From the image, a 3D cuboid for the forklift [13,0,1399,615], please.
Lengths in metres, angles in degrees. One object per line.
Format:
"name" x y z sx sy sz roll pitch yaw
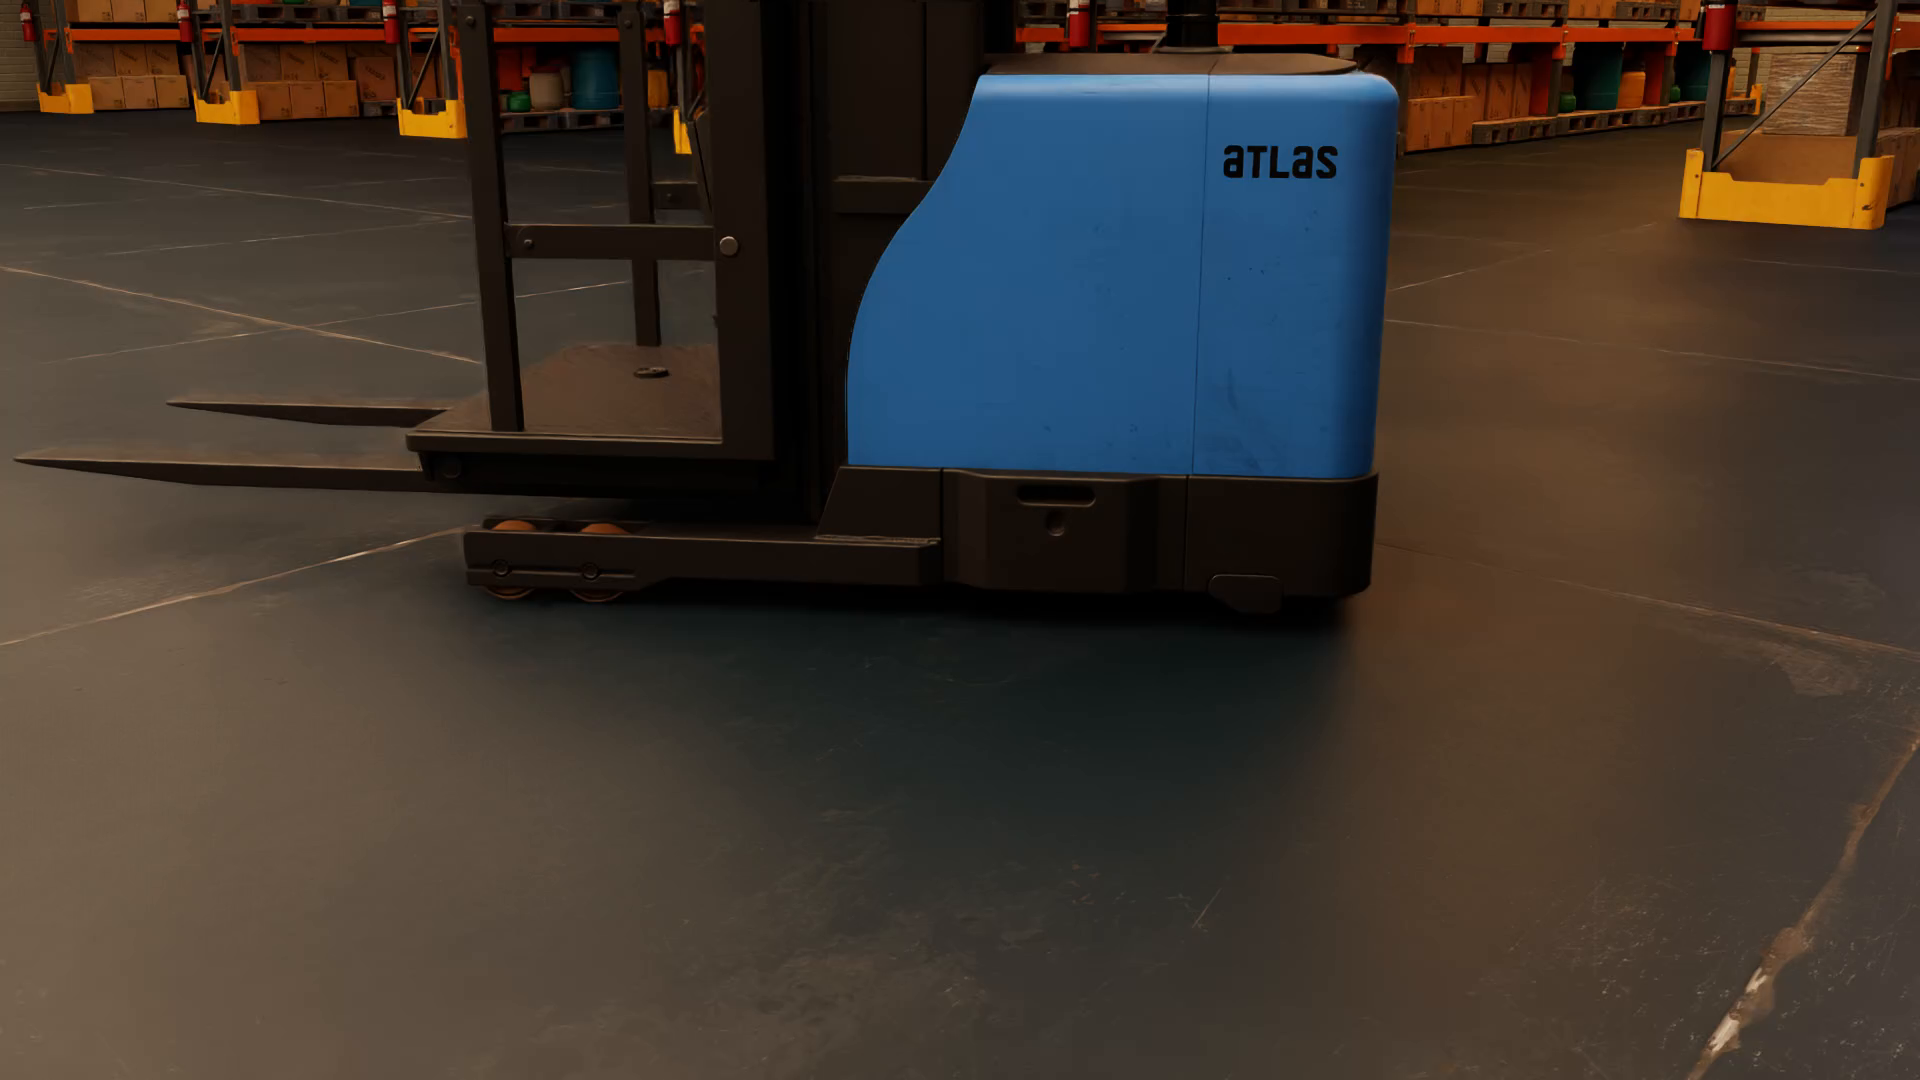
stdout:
"forklift" -0.616 -1.419 3.570 3.031 2.935 1.130 2 17 6
